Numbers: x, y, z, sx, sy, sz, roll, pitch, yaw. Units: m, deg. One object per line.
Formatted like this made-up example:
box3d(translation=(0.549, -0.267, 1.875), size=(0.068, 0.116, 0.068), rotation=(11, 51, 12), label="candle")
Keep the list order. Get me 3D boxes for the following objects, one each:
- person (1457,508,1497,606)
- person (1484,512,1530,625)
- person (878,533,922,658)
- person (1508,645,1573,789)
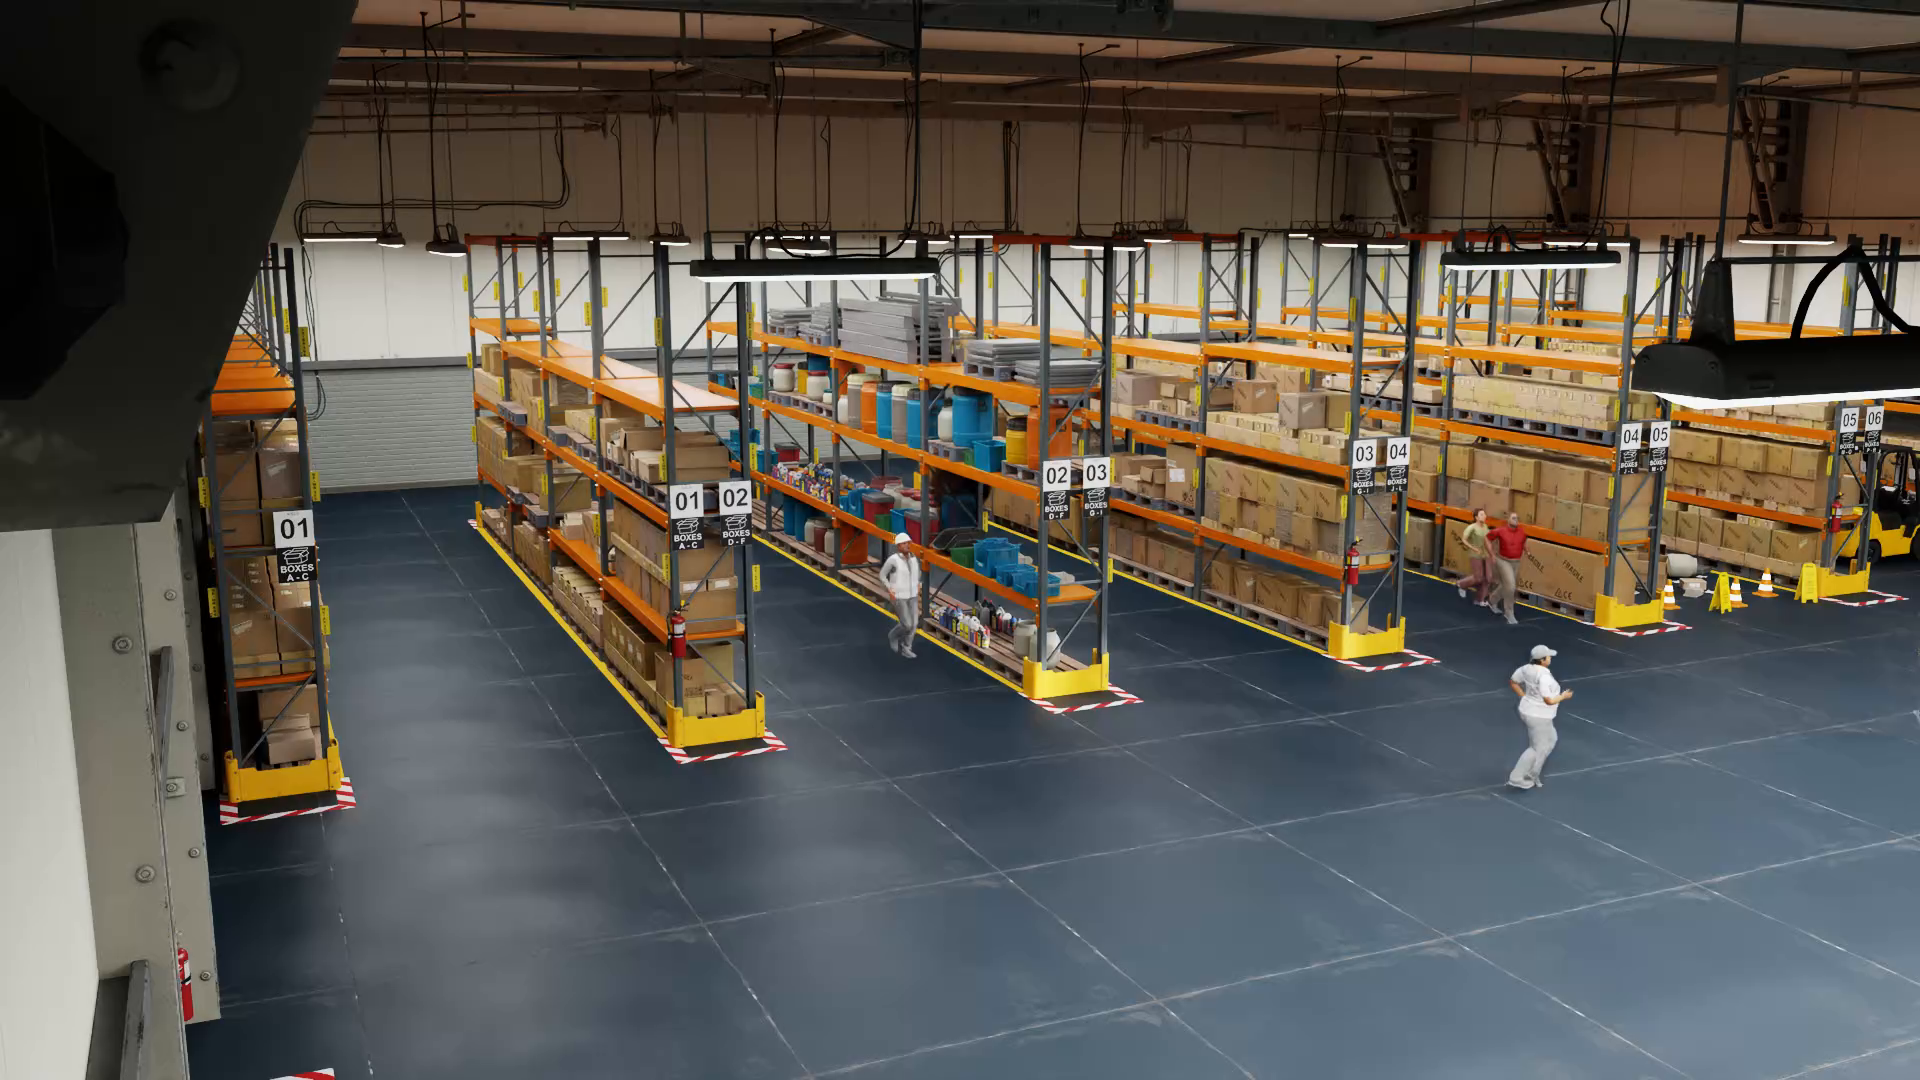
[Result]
box3d(translation=(8.553, 0.264, 27.497), size=(0.580, 1.618, 0.614), rotation=(-6, 12, -26), label="person")
box3d(translation=(8.725, 0.414, 26.517), size=(0.653, 1.773, 0.840), rotation=(-5, 12, -26), label="person")
box3d(translation=(-0.781, 0.766, 23.104), size=(0.671, 1.738, 0.534), rotation=(-8, 14, -37), label="person")
box3d(translation=(6.471, 1.992, 18.563), size=(0.661, 1.695, 0.586), rotation=(0, 11, -3), label="person")
